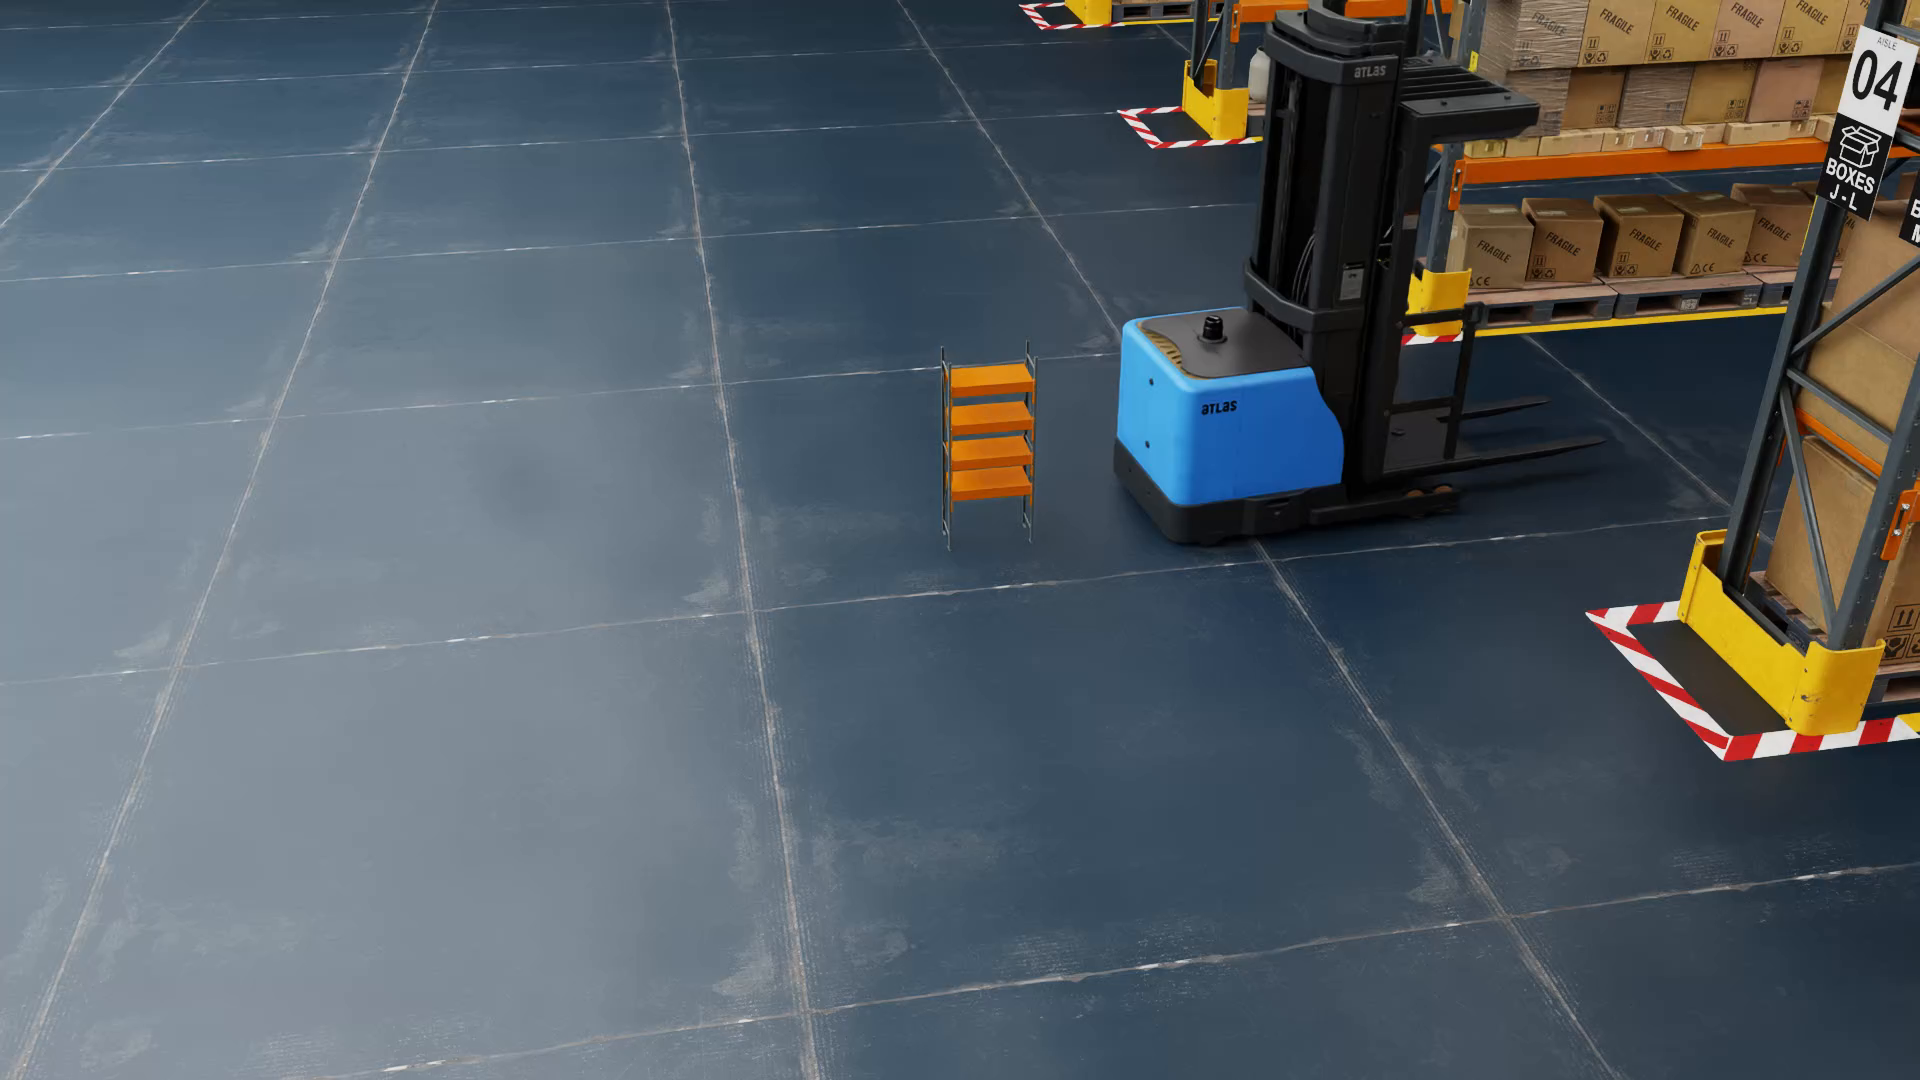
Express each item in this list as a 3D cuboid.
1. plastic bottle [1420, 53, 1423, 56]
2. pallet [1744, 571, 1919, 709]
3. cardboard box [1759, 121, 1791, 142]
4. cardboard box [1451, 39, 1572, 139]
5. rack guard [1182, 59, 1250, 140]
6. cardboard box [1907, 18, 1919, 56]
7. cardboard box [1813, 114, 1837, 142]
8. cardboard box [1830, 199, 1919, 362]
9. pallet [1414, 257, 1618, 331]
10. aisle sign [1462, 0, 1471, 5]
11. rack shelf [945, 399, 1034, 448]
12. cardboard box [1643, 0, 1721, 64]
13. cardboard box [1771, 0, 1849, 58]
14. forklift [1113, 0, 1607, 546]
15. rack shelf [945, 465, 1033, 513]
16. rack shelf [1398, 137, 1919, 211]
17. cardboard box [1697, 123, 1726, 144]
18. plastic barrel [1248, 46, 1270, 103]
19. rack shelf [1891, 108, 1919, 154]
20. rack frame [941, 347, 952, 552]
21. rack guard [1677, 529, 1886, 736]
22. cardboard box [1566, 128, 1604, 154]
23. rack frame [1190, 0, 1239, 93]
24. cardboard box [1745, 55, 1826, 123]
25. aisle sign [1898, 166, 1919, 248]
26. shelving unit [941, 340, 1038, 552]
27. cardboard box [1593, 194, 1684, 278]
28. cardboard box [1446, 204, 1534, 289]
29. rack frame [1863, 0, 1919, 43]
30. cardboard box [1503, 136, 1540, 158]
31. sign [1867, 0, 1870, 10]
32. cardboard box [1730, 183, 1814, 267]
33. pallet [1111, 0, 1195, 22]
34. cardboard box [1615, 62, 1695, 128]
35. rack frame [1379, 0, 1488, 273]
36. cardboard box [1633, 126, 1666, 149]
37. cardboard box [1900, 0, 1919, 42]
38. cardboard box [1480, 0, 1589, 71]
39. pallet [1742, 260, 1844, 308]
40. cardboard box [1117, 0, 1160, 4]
[{"bbox_3d":[4.828,-5.051,17.675,0.185,0.351,0.144,-4,31,-7],"label":"plastic bottle"},{"bbox_3d":[5.008,0.464,8.868,1.213,0.211,1.003,-5,31,-9],"label":"pallet"},{"bbox_3d":[5.979,-3.110,12.442,0.250,0.149,0.380,-5,31,-9],"label":"cardboard box"},{"bbox_3d":[3.987,-3.317,12.153,0.500,0.500,0.875,-5,31,-9],"label":"cardboard box"},{"bbox_3d":[2.616,-4.531,17.077,0.348,0.500,1.175,-5,31,-9],"label":"rack guard"},{"bbox_3d":[4.501,-2.235,7.481,0.250,0.149,0.380,-5,31,-9],"label":"cardboard box"},{"bbox_3d":[6.487,-3.110,12.442,0.250,0.149,0.380,-5,31,-9],"label":"cardboard box"},{"bbox_3d":[4.607,-1.171,7.684,0.550,0.550,0.875,-5,31,-9],"label":"cardboard box"},{"bbox_3d":[4.322,-1.970,13.007,1.213,0.211,1.003,-5,31,-9],"label":"pallet"},{"bbox_3d":[3.435,-4.074,11.269,0.004,0.787,0.394,-5,31,-9],"label":"aisle sign"},{"bbox_3d":[0.163,-0.667,9.507,0.480,0.148,0.258,-5,31,-9],"label":"rack shelf"},{"bbox_3d":[5.016,-3.714,11.843,0.500,0.500,0.500,-5,31,-9],"label":"cardboard box"},{"bbox_3d":[5.999,-3.807,12.000,0.500,0.500,0.500,-5,31,-9],"label":"cardboard box"},{"bbox_3d":[2.538,-1.644,9.769,3.031,2.935,1.130,-9,32,-14],"label":"forklift"},{"bbox_3d":[0.163,-0.303,9.721,0.480,0.148,0.258,-5,31,-9],"label":"rack shelf"},{"bbox_3d":[5.409,-2.981,12.685,4.000,0.370,1.077,-5,31,-9],"label":"rack shelf"},{"bbox_3d":[5.480,-3.085,12.400,0.250,0.149,0.380,-5,31,-9],"label":"cardboard box"},{"bbox_3d":[3.183,-4.785,17.083,0.421,0.512,0.421,0,30,0],"label":"plastic barrel"},{"bbox_3d":[6.203,-1.792,7.703,4.000,0.370,1.077,-5,31,-9],"label":"rack shelf"},{"bbox_3d":[-0.077,-0.510,9.548,0.015,1.200,0.240,-5,31,-9],"label":"rack frame"},{"bbox_3d":[4.212,0.453,8.601,0.348,0.500,1.175,-5,31,-9],"label":"rack guard"},{"bbox_3d":[4.505,-2.969,12.203,0.250,0.149,0.380,-5,31,-9],"label":"cardboard box"},{"bbox_3d":[2.549,-5.578,16.392,0.127,3.000,1.000,-5,31,-9],"label":"rack frame"},{"bbox_3d":[5.950,-3.511,12.484,0.500,0.500,0.875,-5,31,-9],"label":"cardboard box"},{"bbox_3d":[4.220,-1.591,7.046,0.004,0.787,0.394,-5,31,-9],"label":"aisle sign"},{"bbox_3d":[0.163,-0.532,9.586,0.503,1.200,0.258,-5,31,-9],"label":"shelving unit"},{"bbox_3d":[5.260,-2.380,13.005,0.500,0.500,0.500,-3,31,-4],"label":"cardboard box"},{"bbox_3d":[4.059,-2.261,12.802,0.500,0.500,0.500,0,30,0],"label":"cardboard box"},{"bbox_3d":[4.235,-3.213,6.450,0.127,3.000,1.000,-5,31,-9],"label":"rack frame"},{"bbox_3d":[4.014,-2.921,12.120,0.250,0.149,0.380,-5,31,-9],"label":"cardboard box"},{"bbox_3d":[4.151,-2.539,7.468,0.005,0.325,0.100,-5,31,-9],"label":"sign"},{"bbox_3d":[6.413,-2.505,13.217,0.500,0.500,0.500,4,31,7],"label":"cardboard box"},{"bbox_3d":[2.406,-6.937,21.453,1.213,0.211,1.003,-5,31,-9],"label":"pallet"},{"bbox_3d":[4.957,-3.446,12.374,0.500,0.500,0.875,-5,31,-9],"label":"cardboard box"},{"bbox_3d":[3.441,-3.109,12.192,0.127,3.000,1.000,-5,31,-9],"label":"rack frame"},{"bbox_3d":[4.993,-3.025,12.298,0.250,0.149,0.380,-5,31,-9],"label":"cardboard box"},{"bbox_3d":[6.983,-3.898,12.156,0.500,0.500,0.500,-5,31,-9],"label":"cardboard box"},{"bbox_3d":[4.032,-3.625,11.692,0.500,0.500,0.500,-5,31,-9],"label":"cardboard box"},{"bbox_3d":[6.722,-2.193,13.386,1.213,0.211,1.003,-5,31,-9],"label":"pallet"},{"bbox_3d":[2.228,-6.982,21.078,0.500,0.250,0.500,-5,31,-9],"label":"cardboard box"}]
